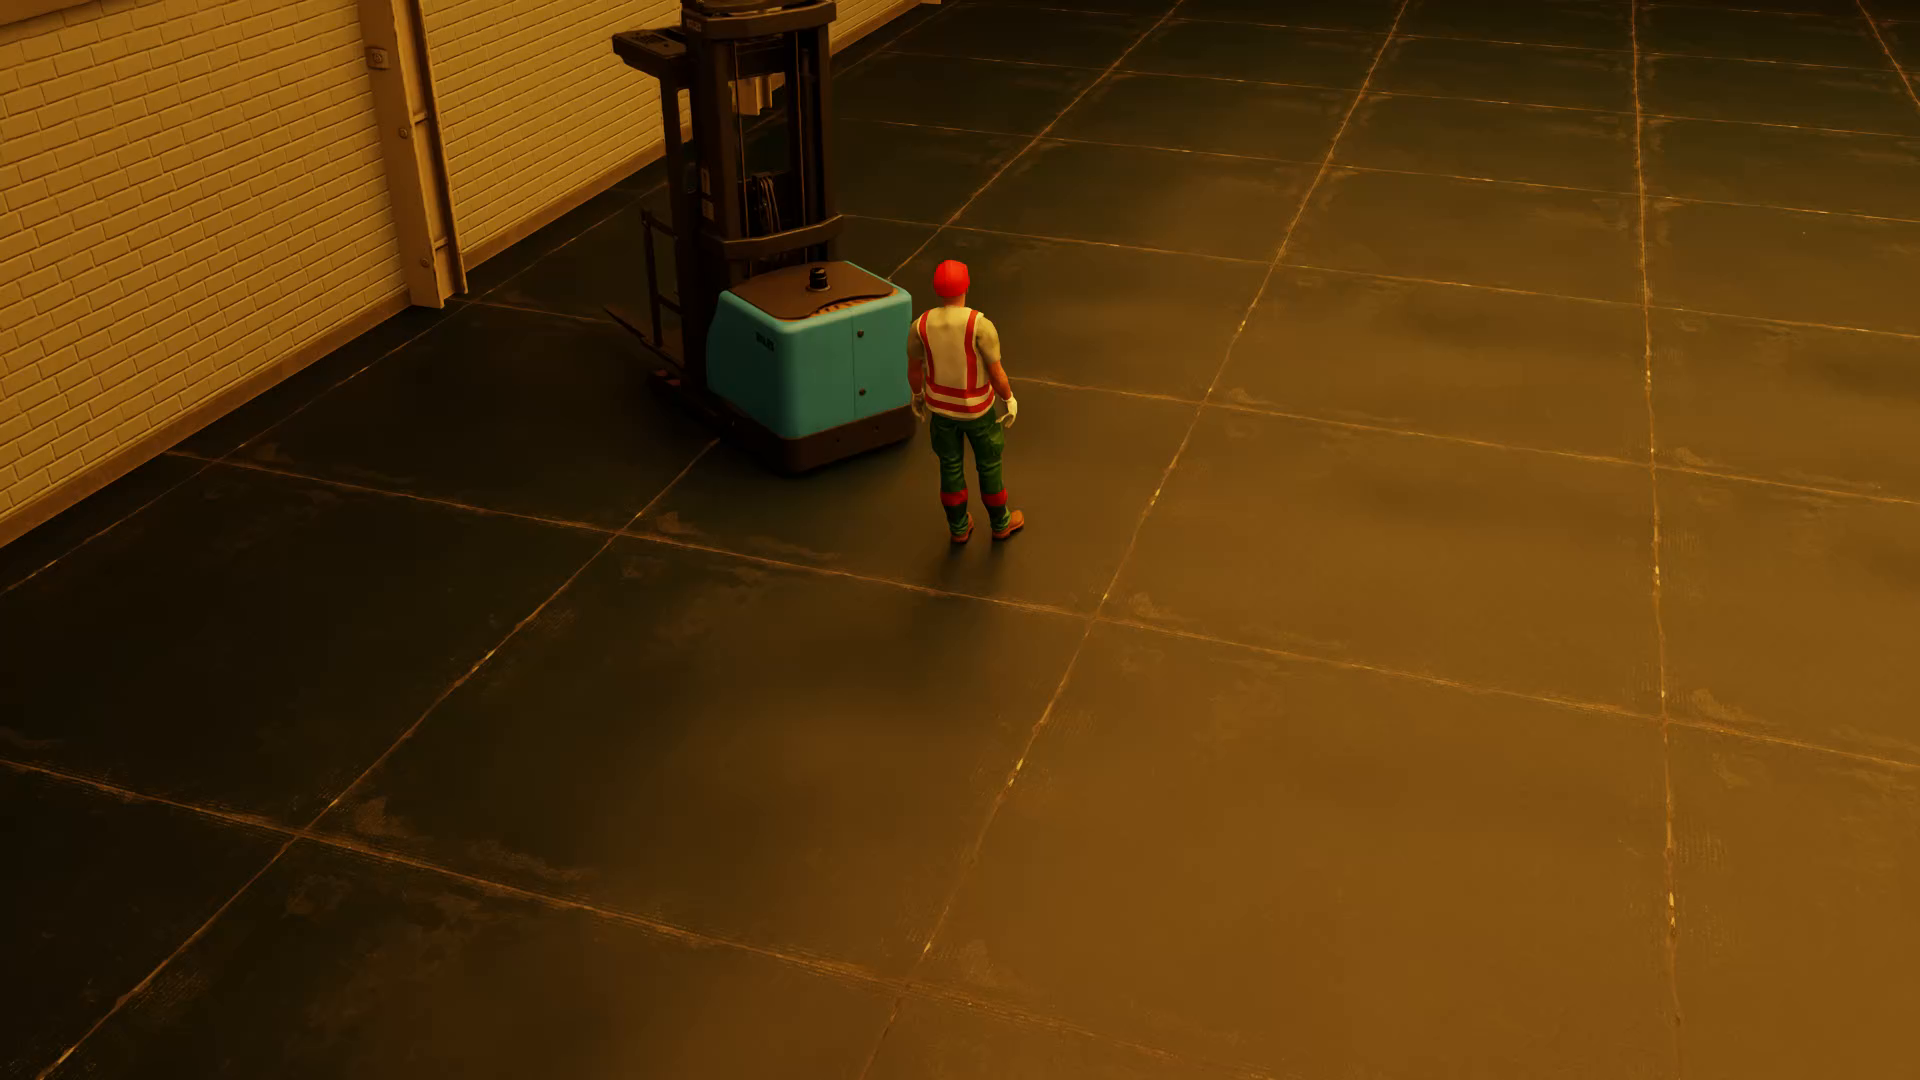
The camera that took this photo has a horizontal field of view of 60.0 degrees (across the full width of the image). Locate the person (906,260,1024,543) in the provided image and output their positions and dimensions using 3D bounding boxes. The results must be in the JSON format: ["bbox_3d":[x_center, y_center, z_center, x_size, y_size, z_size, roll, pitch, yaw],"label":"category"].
[{"bbox_3d":[0.038,-0.819,9.712,0.638,1.788,0.563,10,31,16],"label":"person"}]

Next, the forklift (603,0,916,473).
[{"bbox_3d":[-1.578,-2.380,11.311,1.130,2.935,3.031,-20,35,-31],"label":"forklift"}]
